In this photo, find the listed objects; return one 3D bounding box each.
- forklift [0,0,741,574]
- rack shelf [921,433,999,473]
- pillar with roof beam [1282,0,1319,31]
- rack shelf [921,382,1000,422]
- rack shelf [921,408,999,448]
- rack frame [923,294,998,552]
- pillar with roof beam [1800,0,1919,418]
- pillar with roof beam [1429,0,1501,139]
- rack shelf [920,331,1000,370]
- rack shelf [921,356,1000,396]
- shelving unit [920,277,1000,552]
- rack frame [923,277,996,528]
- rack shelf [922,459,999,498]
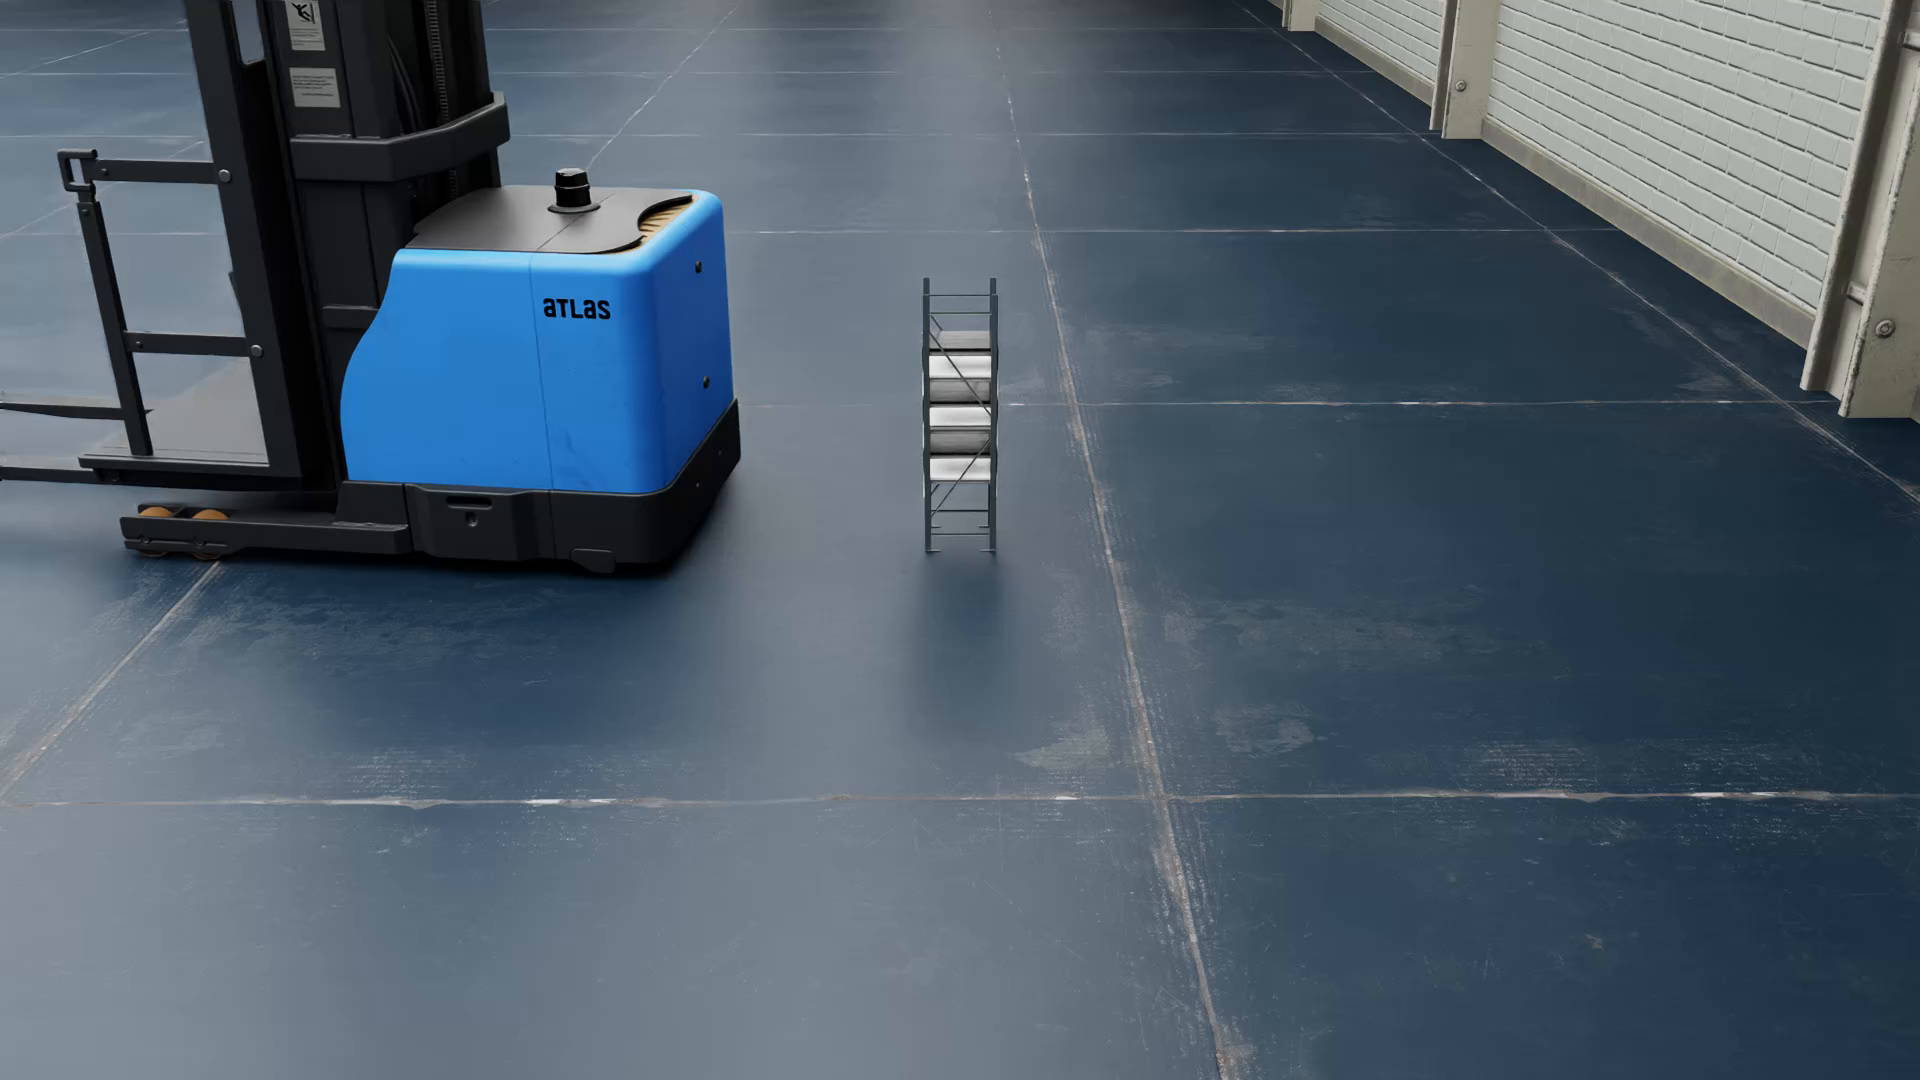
[{"bbox_3d":[-2.380,-1.479,5.464,3.031,2.935,1.130,3,25,6],"label":"forklift"},{"bbox_3d":[0.000,-0.301,5.623,0.258,0.077,0.200,0,24,-1],"label":"rack shelf"},{"bbox_3d":[-0.632,-9.614,16.086,9.100,9.000,0.400,0,24,-1],"label":"pillar with roof beam"},{"bbox_3d":[0.000,-0.465,5.549,0.258,0.077,0.200,0,24,-1],"label":"rack shelf"},{"bbox_3d":[0.000,-0.383,5.586,0.258,0.077,0.200,0,24,-1],"label":"rack shelf"},{"bbox_3d":[0.001,-0.371,5.479,0.240,0.900,0.006,0,24,-1],"label":"rack frame"},{"bbox_3d":[-0.501,-4.669,5.153,9.100,9.000,0.400,0,24,-1],"label":"pillar with roof beam"},{"bbox_3d":[-0.566,-7.141,10.619,9.100,9.000,0.400,0,24,-1],"label":"pillar with roof beam"},{"bbox_3d":[0.000,-0.629,5.474,0.258,0.077,0.200,0,24,-1],"label":"rack shelf"},{"bbox_3d":[0.000,-0.547,5.512,0.258,0.077,0.200,0,24,-1],"label":"rack shelf"},{"bbox_3d":[0.000,-0.413,5.572,0.258,0.900,0.210,0,24,-1],"label":"shelving unit"},{"bbox_3d":[-0.001,-0.455,5.665,0.240,0.900,0.006,0,24,-1],"label":"rack frame"},{"bbox_3d":[0.000,-0.219,5.660,0.258,0.077,0.200,0,24,-1],"label":"rack shelf"}]
